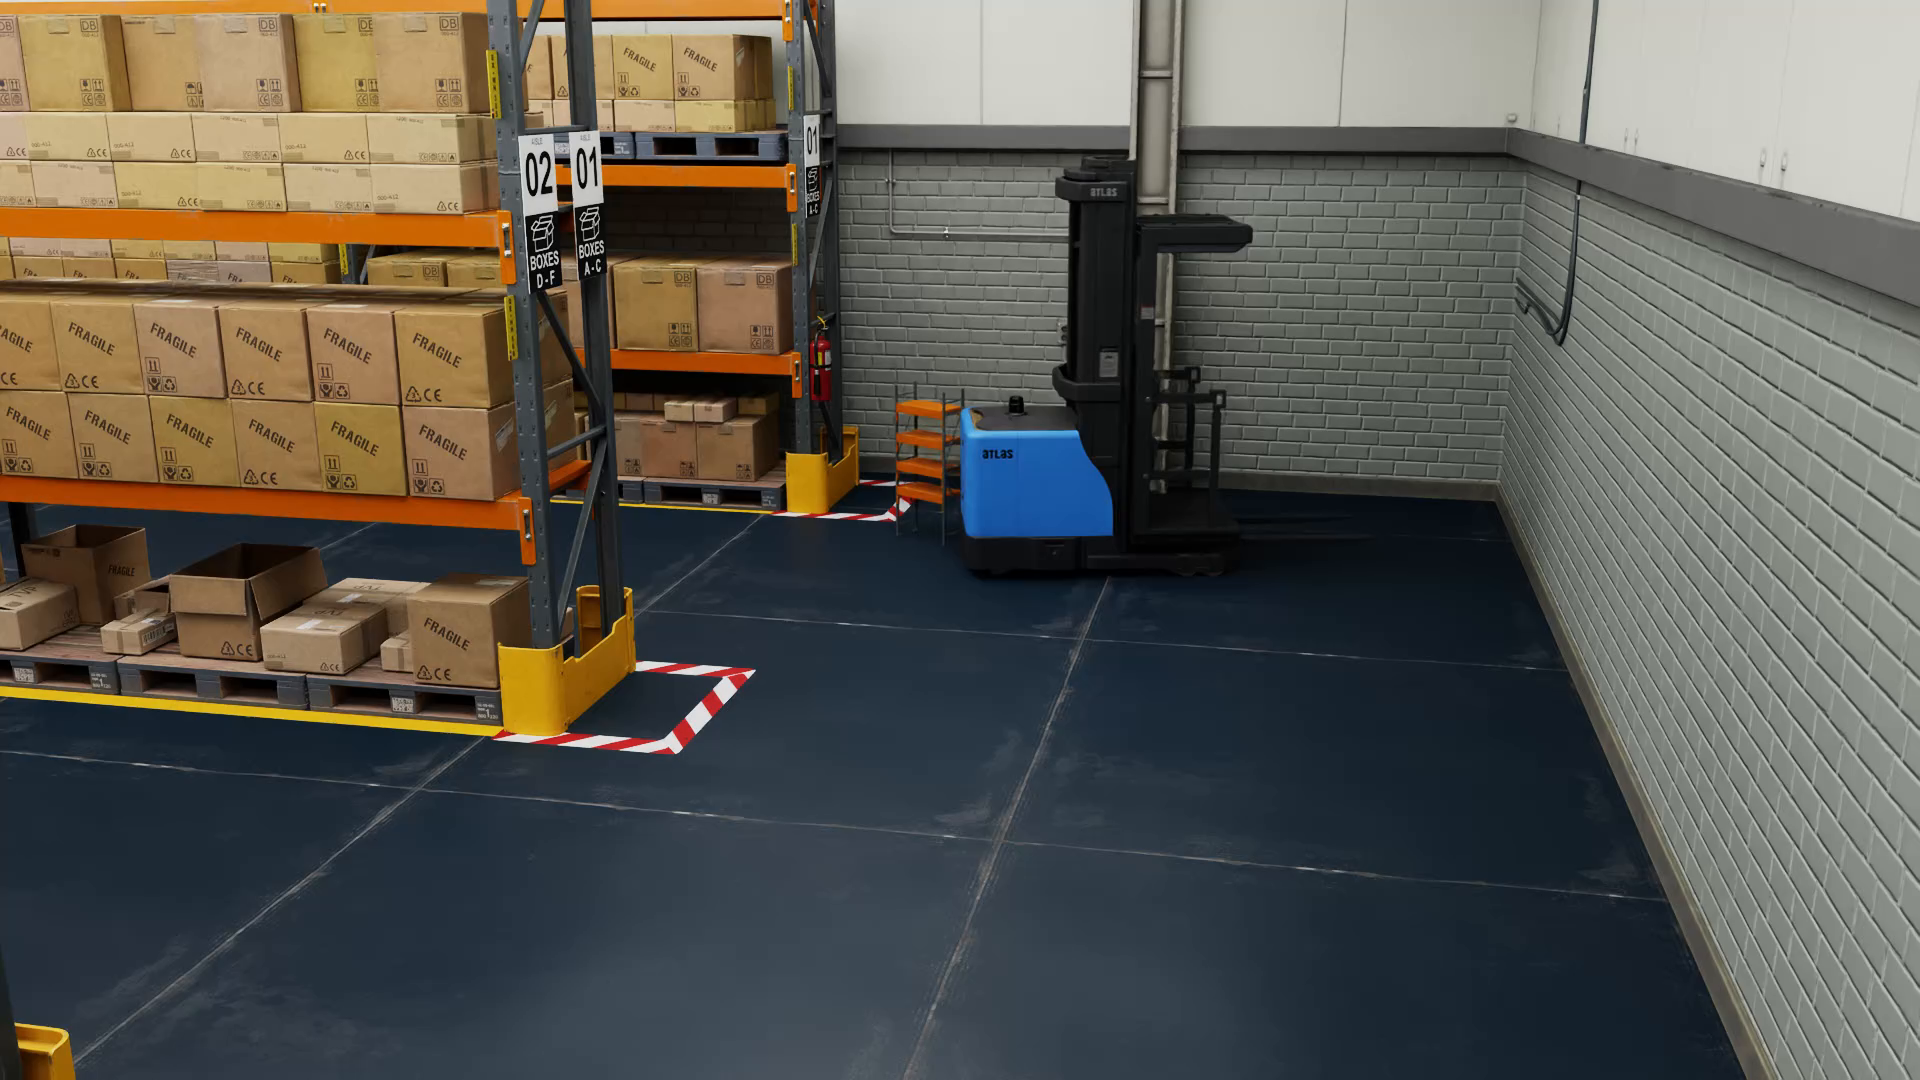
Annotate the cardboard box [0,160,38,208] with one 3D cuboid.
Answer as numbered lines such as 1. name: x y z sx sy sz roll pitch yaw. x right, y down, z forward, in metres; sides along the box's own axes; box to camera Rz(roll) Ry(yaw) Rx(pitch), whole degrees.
1. cardboard box: -5.179 -1.992 9.225 0.500 0.250 0.500 3 16 11

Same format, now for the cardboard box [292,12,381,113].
1. cardboard box: -3.155 -2.571 8.976 0.500 0.500 0.700 3 16 11

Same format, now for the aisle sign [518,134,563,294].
1. aisle sign: -2.169 -1.693 8.614 0.004 0.787 0.394 3 16 11

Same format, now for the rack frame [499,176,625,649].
1. rack frame: -2.175 -0.524 9.264 0.127 3.000 1.000 3 16 11

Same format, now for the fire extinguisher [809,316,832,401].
1. fire extinguisher: -1.136 -1.474 13.538 0.183 0.674 0.296 3 16 11

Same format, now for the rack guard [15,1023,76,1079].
1. rack guard: -3.140 1.974 4.928 0.348 0.500 1.175 3 16 11

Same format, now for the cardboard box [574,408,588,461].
1. cardboard box: -3.405 -0.908 14.548 0.500 0.500 0.700 3 16 12

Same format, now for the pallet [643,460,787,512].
1. pallet: -1.991 -0.498 14.395 1.213 0.211 1.003 3 16 11

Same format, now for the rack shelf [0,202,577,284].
1. rack shelf: -4.135 -1.729 9.344 4.000 0.370 1.077 3 16 11

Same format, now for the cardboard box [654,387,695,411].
1. cardboard box: -2.477 -1.227 14.484 0.250 0.149 0.380 3 16 12

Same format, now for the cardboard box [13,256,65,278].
1. cardboard box: -8.095 -2.323 14.979 0.500 0.500 0.500 4 16 13

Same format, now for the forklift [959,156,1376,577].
1. forklift: 1.528 -1.286 12.144 3.031 2.935 1.130 -1 15 -2

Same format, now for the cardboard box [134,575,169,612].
1. cardboard box: -4.745 0.343 10.347 0.500 0.311 0.500 3 16 11

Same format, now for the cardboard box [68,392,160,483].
1. cardboard box: -4.658 -0.633 9.470 0.500 0.500 0.500 3 16 11

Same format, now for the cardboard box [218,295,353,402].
1. cardboard box: -3.670 -1.059 9.134 0.500 0.500 0.500 4 16 13

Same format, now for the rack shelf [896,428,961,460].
1. rack shelf: -0.235 -0.745 12.849 0.480 0.148 0.258 13 20 39

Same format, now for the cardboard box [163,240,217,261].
1. cardboard box: -6.619 -2.610 14.608 0.500 0.250 0.500 3 16 12

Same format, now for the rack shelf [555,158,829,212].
1. rack shelf: -3.152 -3.025 14.022 4.000 0.370 1.077 3 16 11

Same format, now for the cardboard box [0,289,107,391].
1. cardboard box: -5.184 -1.141 9.430 0.500 0.500 0.500 3 16 9

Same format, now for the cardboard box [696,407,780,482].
1. cardboard box: -1.898 -0.829 14.260 0.500 0.500 0.700 3 16 11

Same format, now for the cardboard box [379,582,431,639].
1. cardboard box: -3.141 0.460 10.040 0.500 0.250 0.500 3 16 11

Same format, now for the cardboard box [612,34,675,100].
1. cardboard box: -2.451 -3.802 13.382 0.500 0.500 0.500 4 16 13

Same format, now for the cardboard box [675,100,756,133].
1. cardboard box: -1.962 -3.413 13.383 0.500 0.250 0.500 4 16 13

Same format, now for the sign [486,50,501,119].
1. sign: -2.305 -2.252 8.225 0.005 0.325 0.100 3 16 11

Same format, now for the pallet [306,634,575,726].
1. pallet: -3.031 0.774 9.803 1.213 0.211 1.003 3 16 11

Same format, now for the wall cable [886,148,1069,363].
1. wall cable: 0.252 -2.489 14.455 1.851 1.984 0.084 3 16 11

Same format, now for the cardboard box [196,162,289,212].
1. cardboard box: -3.711 -1.908 8.923 0.500 0.250 0.500 3 16 11

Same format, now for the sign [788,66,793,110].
1. sign: -1.313 -3.513 12.925 0.005 0.325 0.100 3 16 11

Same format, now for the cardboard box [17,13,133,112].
1. cardboard box: -4.658 -2.608 9.107 0.500 0.500 0.700 3 16 11

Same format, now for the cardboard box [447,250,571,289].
1. cardboard box: -3.869 -2.104 14.406 0.700 0.700 0.980 3 16 10

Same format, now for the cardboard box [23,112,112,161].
1. cardboard box: -4.690 -2.204 9.055 0.500 0.250 0.500 3 16 11

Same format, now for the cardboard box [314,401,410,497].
1. cardboard box: -3.177 -0.551 9.176 0.500 0.500 0.500 3 16 12

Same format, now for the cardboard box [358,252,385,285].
1. cardboard box: -5.512 -2.324 14.981 0.500 0.500 0.500 3 16 9

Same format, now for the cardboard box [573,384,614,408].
1. cardboard box: -3.226 -1.267 14.629 0.250 0.149 0.380 3 16 10

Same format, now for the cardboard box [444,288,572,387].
1. cardboard box: -2.557 -1.146 9.451 0.500 0.500 0.500 4 16 13

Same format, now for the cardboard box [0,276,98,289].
1. cardboard box: -5.548 -1.307 10.033 0.500 0.500 0.500 3 16 11

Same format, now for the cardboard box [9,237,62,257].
1. cardboard box: -8.111 -2.688 14.890 0.500 0.250 0.500 3 16 10

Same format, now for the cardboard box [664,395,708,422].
1. cardboard box: -2.310 -1.114 14.075 0.250 0.149 0.380 4 16 13

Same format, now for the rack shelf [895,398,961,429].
1. rack shelf: -0.235 -0.973 12.786 0.480 0.148 0.258 13 20 39

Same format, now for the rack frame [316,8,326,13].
1. rack frame: -5.111 -4.924 13.910 0.127 3.000 1.000 3 16 11

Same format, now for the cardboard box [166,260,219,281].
1. cardboard box: -6.606 -2.246 14.699 0.500 0.500 0.500 3 16 11

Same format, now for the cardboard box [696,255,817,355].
1. cardboard box: -1.693 -1.989 13.991 0.700 0.700 0.980 4 16 14

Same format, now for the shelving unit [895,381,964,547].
1. shelving unit: -0.235 -0.594 12.890 0.503 1.200 0.258 13 20 39

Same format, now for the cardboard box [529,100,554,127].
1. cardboard box: -3.486 -3.495 13.677 0.500 0.250 0.500 3 16 10

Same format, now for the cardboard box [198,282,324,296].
1. cardboard box: -4.058 -1.227 9.742 0.500 0.500 0.500 3 16 11

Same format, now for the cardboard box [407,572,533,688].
1. cardboard box: -2.757 0.504 9.411 0.500 0.500 0.500 3 16 11

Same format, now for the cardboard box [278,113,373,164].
1. cardboard box: -3.219 -2.125 8.770 0.500 0.250 0.500 3 16 11

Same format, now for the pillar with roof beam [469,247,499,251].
1. pillar with roof beam: -5.111 -3.987 10.527 0.400 9.000 9.100 3 16 11

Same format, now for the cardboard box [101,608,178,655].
1. cardboard box: -4.877 0.539 9.910 0.250 0.166 0.380 3 16 11
